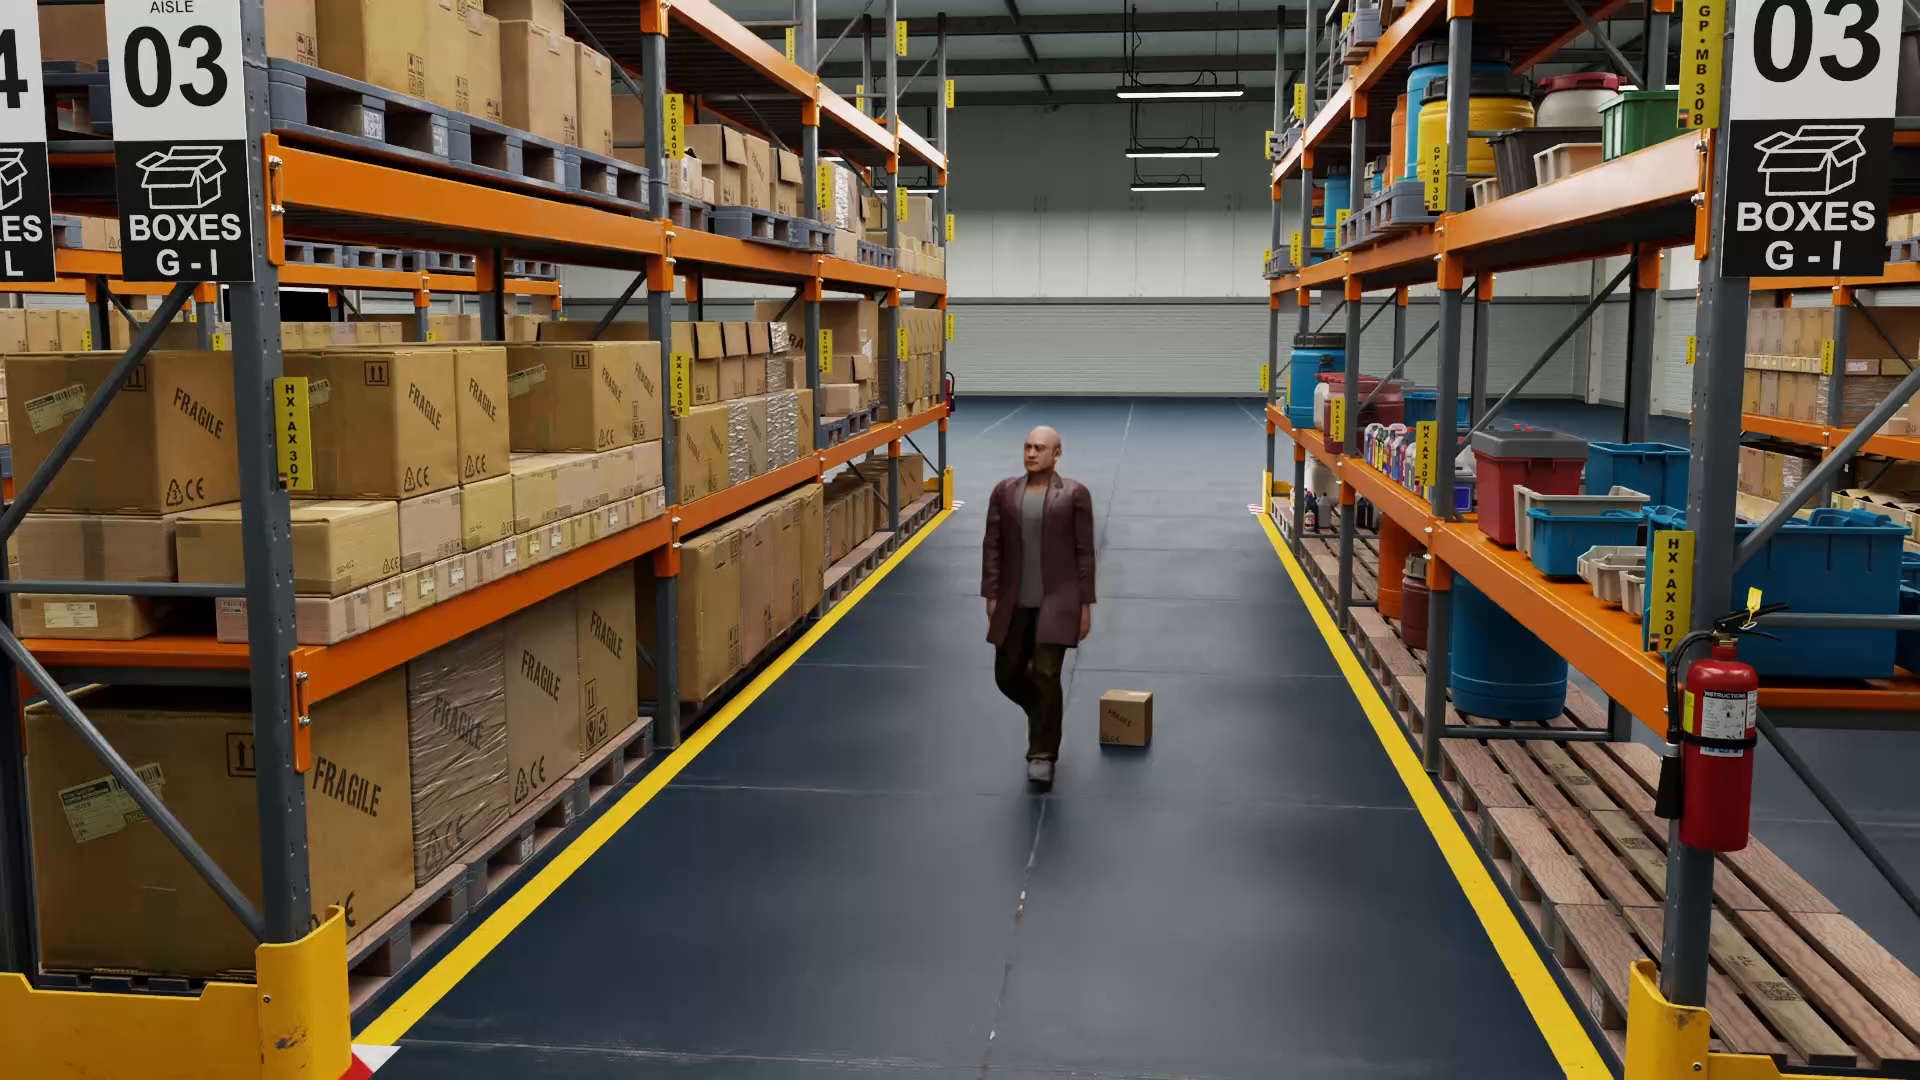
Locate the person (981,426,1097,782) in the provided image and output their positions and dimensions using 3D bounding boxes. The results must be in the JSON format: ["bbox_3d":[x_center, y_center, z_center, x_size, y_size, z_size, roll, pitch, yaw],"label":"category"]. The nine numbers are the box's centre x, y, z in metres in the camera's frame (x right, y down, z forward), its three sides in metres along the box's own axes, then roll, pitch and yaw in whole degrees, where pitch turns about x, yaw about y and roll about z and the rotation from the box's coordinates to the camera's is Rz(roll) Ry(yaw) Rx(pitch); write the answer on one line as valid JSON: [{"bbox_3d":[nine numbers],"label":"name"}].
[{"bbox_3d":[0.406,0.296,8.432,0.605,1.754,0.780,3,8,20],"label":"person"}]
